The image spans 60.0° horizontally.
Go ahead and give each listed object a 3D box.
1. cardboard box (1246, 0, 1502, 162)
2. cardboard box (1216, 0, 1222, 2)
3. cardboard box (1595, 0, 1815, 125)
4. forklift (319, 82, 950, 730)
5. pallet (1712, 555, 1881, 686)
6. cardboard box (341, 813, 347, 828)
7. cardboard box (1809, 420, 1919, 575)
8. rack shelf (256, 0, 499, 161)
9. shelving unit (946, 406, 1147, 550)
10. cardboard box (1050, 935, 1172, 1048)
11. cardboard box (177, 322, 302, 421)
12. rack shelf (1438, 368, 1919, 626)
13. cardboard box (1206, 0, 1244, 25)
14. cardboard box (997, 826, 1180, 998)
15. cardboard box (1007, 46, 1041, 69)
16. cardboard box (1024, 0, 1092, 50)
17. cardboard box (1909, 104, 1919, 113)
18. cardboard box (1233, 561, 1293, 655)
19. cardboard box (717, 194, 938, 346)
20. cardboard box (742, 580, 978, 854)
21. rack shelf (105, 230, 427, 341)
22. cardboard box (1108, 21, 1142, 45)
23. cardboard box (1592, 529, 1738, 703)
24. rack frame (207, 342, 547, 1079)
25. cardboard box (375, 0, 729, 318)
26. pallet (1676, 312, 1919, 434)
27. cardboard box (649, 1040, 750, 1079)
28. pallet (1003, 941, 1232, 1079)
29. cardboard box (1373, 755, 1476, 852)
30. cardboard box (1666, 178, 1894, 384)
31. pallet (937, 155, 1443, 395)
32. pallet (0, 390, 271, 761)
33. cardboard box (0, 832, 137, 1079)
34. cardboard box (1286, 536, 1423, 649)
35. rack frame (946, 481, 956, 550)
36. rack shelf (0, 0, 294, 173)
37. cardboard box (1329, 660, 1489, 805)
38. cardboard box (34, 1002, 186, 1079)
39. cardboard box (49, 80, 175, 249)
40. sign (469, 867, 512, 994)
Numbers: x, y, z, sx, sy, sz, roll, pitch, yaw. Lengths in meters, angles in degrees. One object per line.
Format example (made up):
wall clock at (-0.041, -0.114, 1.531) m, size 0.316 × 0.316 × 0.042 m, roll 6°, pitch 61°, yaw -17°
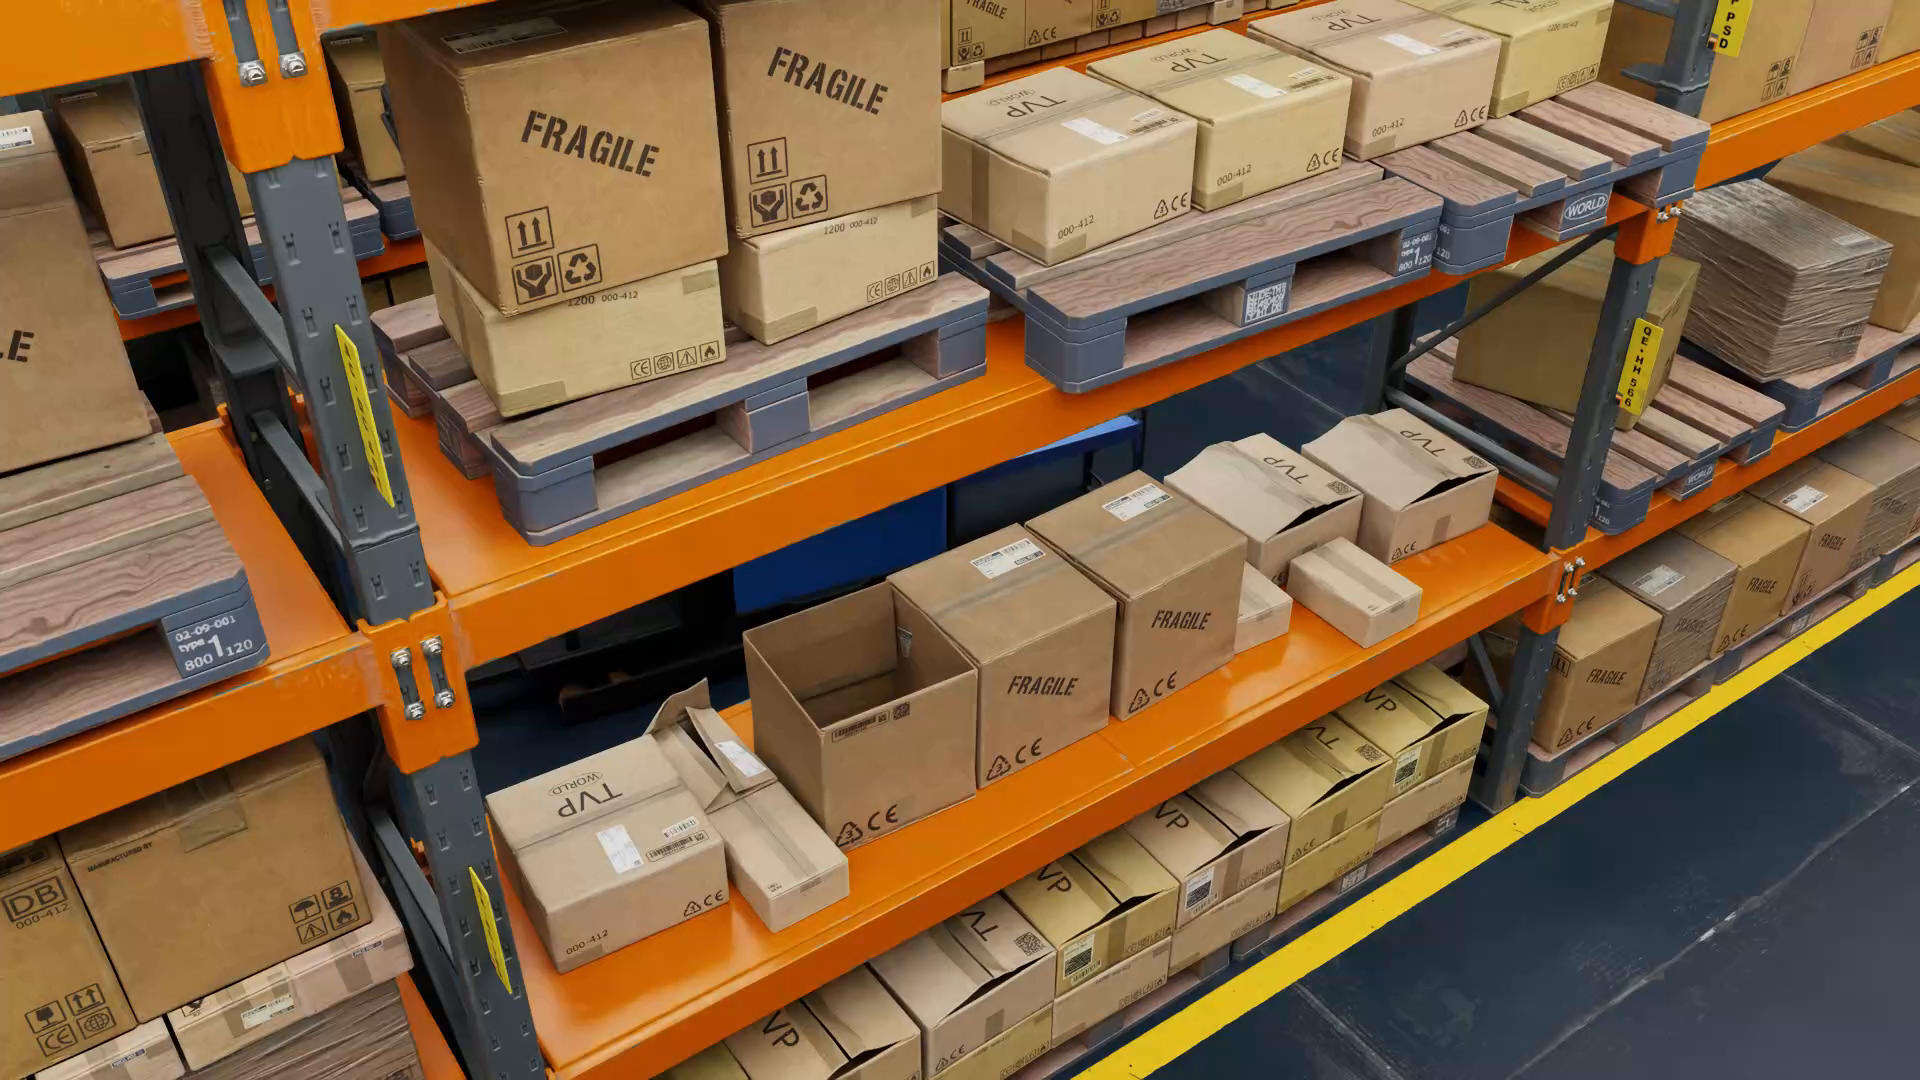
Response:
cardboard box at (1.156, -1.325, 4.723) m, size 0.500 × 0.250 × 0.500 m, roll -21°, pitch 41°, yaw -27°
cardboard box at (1.682, -3.788, 10.591) m, size 0.500 × 0.500 × 0.500 m, roll -22°, pitch 41°, yaw -28°
cardboard box at (2.250, -1.783, 5.506) m, size 0.500 × 0.500 × 0.910 m, roll -22°, pitch 41°, yaw -28°
forklift at (-1.605, -0.767, 6.806) m, size 3.031 × 2.935 × 1.130 m, roll -16°, pitch 39°, yaw -21°
pallet at (3.541, 0.129, 7.890) m, size 1.213 × 0.211 × 1.003 m, roll -22°, pitch 41°, yaw -28°
cardboard box at (-1.688, 0.677, 4.098) m, size 0.250 × 0.149 × 0.380 m, roll -22°, pitch 41°, yaw -28°
cardboard box at (4.125, -0.238, 7.776) m, size 0.500 × 0.500 × 0.500 m, roll -22°, pitch 41°, yaw -27°
rack shelf at (0.278, -1.671, 3.825) m, size 4.000 × 0.370 × 1.077 m, roll -22°, pitch 41°, yaw -28°
shelving unit at (0.308, -0.637, 7.852) m, size 1.048 × 1.500 × 0.538 m, roll -17°, pitch 39°, yaw -22°
cardboard box at (0.372, 1.394, 5.738) m, size 0.500 × 0.250 × 0.500 m, roll -22°, pitch 41°, yaw -27°
cardboard box at (-3.622, -0.799, 8.556) m, size 0.500 × 0.500 × 0.700 m, roll -21°, pitch 41°, yaw -26°
rack shelf at (3.547, -0.743, 7.330) m, size 4.000 × 0.370 × 1.077 m, roll -22°, pitch 41°, yaw -28°
cardboard box at (1.600, -3.449, 10.675) m, size 0.250 × 0.149 × 0.380 m, roll -22°, pitch 41°, yaw -28°
cardboard box at (0.380, 1.163, 5.578) m, size 0.500 × 0.311 × 0.500 m, roll -21°, pitch 41°, yaw -27°
cardboard box at (0.277, -2.996, 10.045) m, size 0.250 × 0.149 × 0.380 m, roll -21°, pitch 41°, yaw -27°
cardboard box at (0.440, -3.274, 9.876) m, size 0.500 × 0.500 × 0.500 m, roll -23°, pitch 41°, yaw -28°
cardboard box at (4.666, -1.866, 7.831) m, size 0.700 × 0.500 × 0.500 m, roll 22°, pitch 41°, yaw 28°
cardboard box at (0.903, 0.195, 5.624) m, size 0.250 × 0.149 × 0.380 m, roll -19°, pitch 40°, yaw -25°
cardboard box at (-0.401, -0.733, 3.900) m, size 0.500 × 0.250 × 0.500 m, roll -27°, pitch 44°, yaw -32°
cardboard box at (-0.289, 0.515, 4.880) m, size 0.500 × 0.500 × 0.500 m, roll -19°, pitch 40°, yaw -25°
rack shelf at (-2.579, -1.761, 8.745) m, size 4.000 × 0.370 × 1.077 m, roll -22°, pitch 41°, yaw -28°
cardboard box at (0.925, -3.238, 10.381) m, size 0.250 × 0.149 × 0.380 m, roll -21°, pitch 41°, yaw -27°
cardboard box at (2.874, 0.278, 7.058) m, size 0.500 × 0.500 × 0.500 m, roll -24°, pitch 42°, yaw -29°
rack frame at (-1.357, 0.983, 4.314) m, size 0.127 × 3.000 × 1.000 m, roll -22°, pitch 41°, yaw -28°
cardboard box at (-0.830, -0.837, 3.403) m, size 0.500 × 0.500 × 0.500 m, roll -22°, pitch 41°, yaw -27°
pallet at (3.499, -0.941, 7.153) m, size 1.213 × 0.211 × 1.003 m, roll -22°, pitch 41°, yaw -28°
cardboard box at (-0.876, 1.681, 4.859) m, size 0.500 × 0.311 × 0.500 m, roll -22°, pitch 41°, yaw -28°
pallet at (0.221, 1.436, 6.073) m, size 1.213 × 0.211 × 1.003 m, roll -22°, pitch 41°, yaw -28°
cardboard box at (1.623, 0.877, 6.457) m, size 0.500 × 0.250 × 0.500 m, roll -21°, pitch 41°, yaw -27°
cardboard box at (3.220, -1.056, 6.703) m, size 0.500 × 0.500 × 0.700 m, roll -15°, pitch 38°, yaw -19°
pallet at (0.497, -0.855, 4.462) m, size 1.213 × 0.211 × 1.003 m, roll -20°, pitch 40°, yaw -26°
pallet at (-2.039, 0.101, 3.048) m, size 1.213 × 0.211 × 1.003 m, roll -22°, pitch 41°, yaw -28°
cardboard box at (-2.128, 0.739, 3.457) m, size 0.500 × 0.500 × 0.700 m, roll -22°, pitch 41°, yaw -28°
cardboard box at (1.337, 0.174, 5.654) m, size 0.250 × 0.149 × 0.380 m, roll -22°, pitch 41°, yaw -28°
rack frame at (-0.145, -0.503, 7.665) m, size 0.032 × 1.500 × 0.500 m, roll -17°, pitch 39°, yaw -22°
rack shelf at (-2.992, -0.325, 1.954) m, size 4.000 × 0.370 × 1.077 m, roll -22°, pitch 41°, yaw -28°
cardboard box at (1.626, 0.650, 6.293) m, size 0.500 × 0.311 × 0.500 m, roll -21°, pitch 41°, yaw -27°
cardboard box at (-1.872, 1.044, 3.588) m, size 0.250 × 0.149 × 0.380 m, roll -24°, pitch 42°, yaw -29°
cardboard box at (-3.778, -1.754, 7.657) m, size 0.500 × 0.500 × 0.700 m, roll -22°, pitch 41°, yaw -28°
sign at (-1.036, 0.864, 3.671) m, size 0.005 × 0.325 × 0.100 m, roll -22°, pitch 41°, yaw -28°
